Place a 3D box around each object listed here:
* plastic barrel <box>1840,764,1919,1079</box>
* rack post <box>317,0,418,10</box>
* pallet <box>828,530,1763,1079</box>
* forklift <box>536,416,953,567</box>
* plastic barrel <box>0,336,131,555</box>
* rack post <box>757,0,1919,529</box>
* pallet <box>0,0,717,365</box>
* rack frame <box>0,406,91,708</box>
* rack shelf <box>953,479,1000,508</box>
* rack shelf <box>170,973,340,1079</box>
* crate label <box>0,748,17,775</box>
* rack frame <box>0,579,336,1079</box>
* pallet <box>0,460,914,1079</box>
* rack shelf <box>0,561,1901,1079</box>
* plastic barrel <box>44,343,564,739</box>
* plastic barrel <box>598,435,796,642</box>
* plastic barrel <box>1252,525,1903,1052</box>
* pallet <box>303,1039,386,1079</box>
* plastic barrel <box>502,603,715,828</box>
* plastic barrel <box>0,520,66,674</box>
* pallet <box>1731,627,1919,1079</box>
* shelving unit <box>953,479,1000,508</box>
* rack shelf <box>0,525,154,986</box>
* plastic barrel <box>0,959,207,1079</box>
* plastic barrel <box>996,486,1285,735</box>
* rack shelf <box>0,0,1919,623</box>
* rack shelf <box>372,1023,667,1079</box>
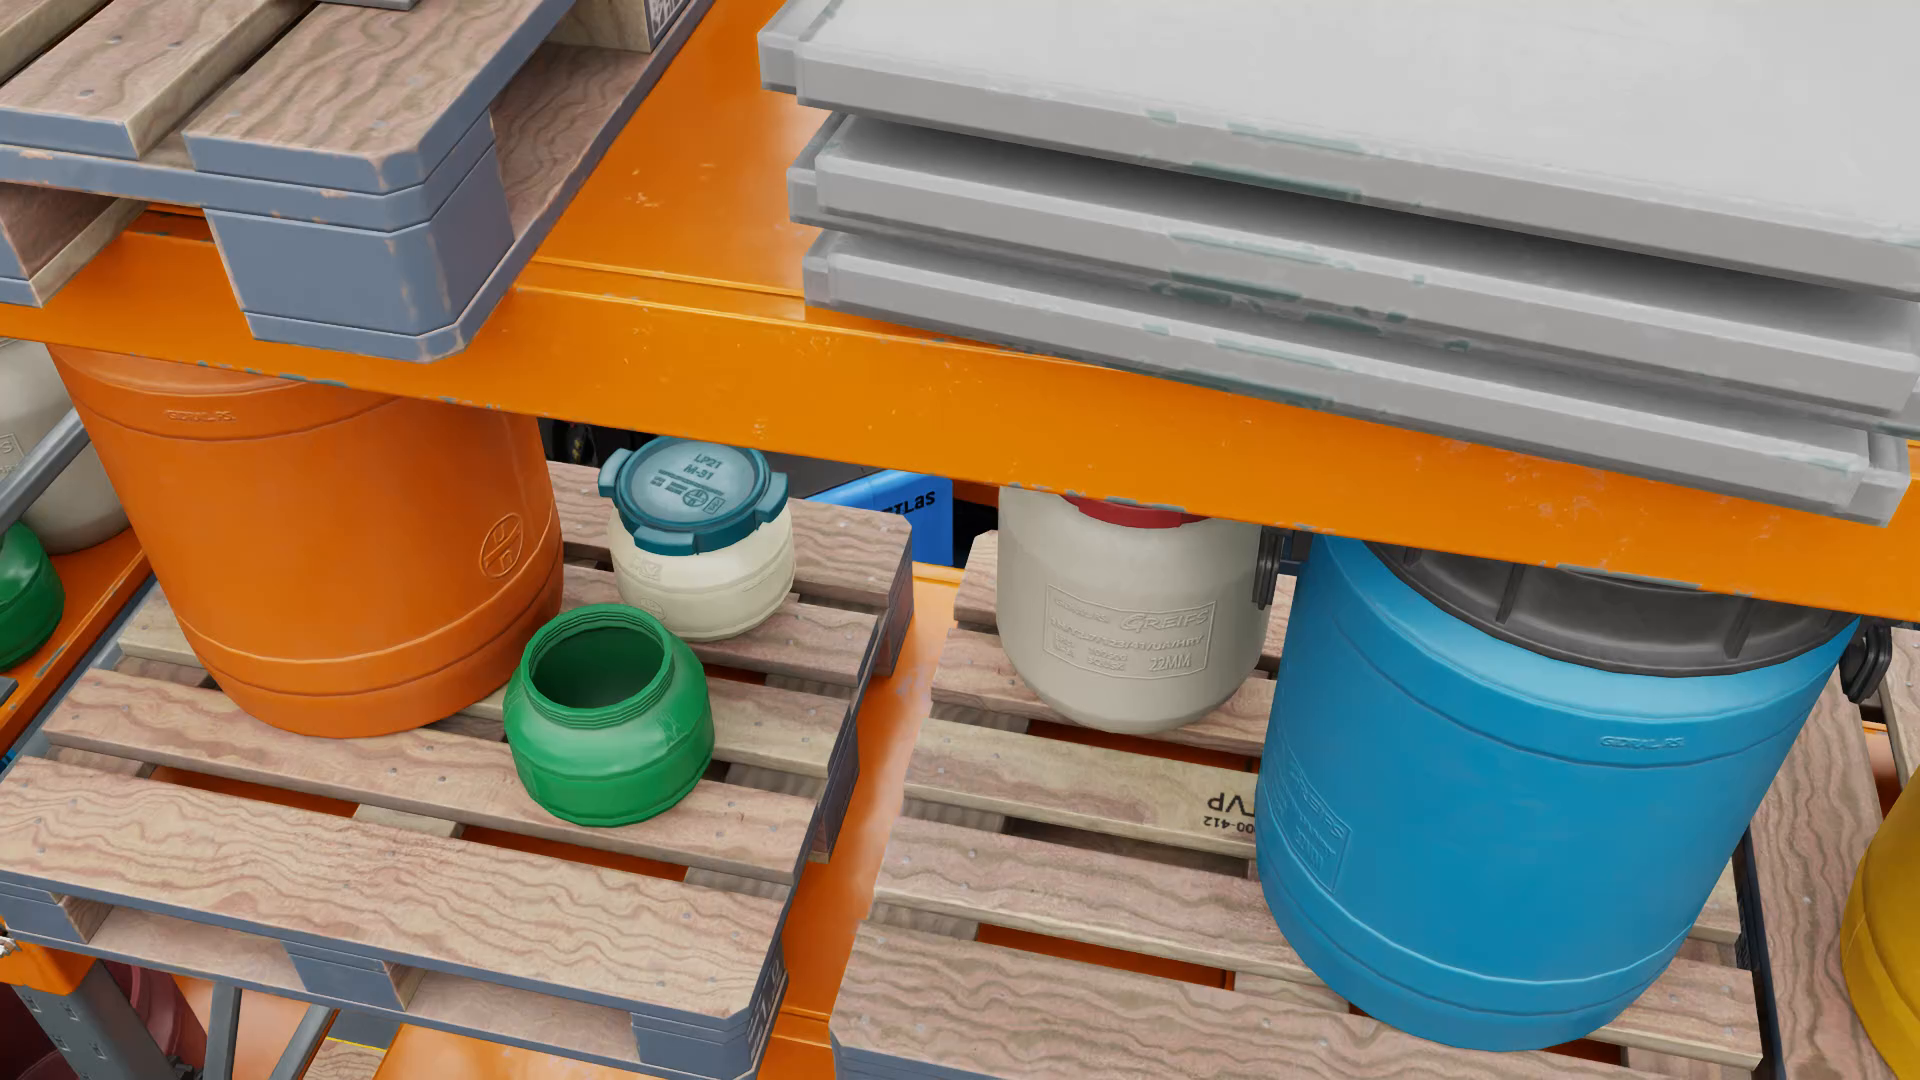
[{"bbox_3d":[1.472,0.418,2.011,0.600,0.588,0.600,0,44,0],"label":"plastic barrel"},{"bbox_3d":[-0.780,-0.939,1.751,0.937,0.300,0.954,9,45,9],"label":"rack post"},{"bbox_3d":[0.513,0.484,2.517,1.213,0.211,1.003,9,45,9],"label":"pallet"},{"bbox_3d":[-1.553,-0.398,5.510,3.031,2.935,1.130,-21,48,-20],"label":"forklift"},{"bbox_3d":[-1.733,-0.262,3.076,0.421,0.512,0.421,0,44,0],"label":"plastic barrel"},{"bbox_3d":[0.404,-0.483,1.583,0.954,0.300,0.937,13,45,13],"label":"rack post"},{"bbox_3d":[-0.799,-0.706,1.879,1.003,0.211,1.213,9,45,9],"label":"pallet"},{"bbox_3d":[-1.496,-1.048,1.810,0.127,3.000,1.000,9,45,9],"label":"rack frame"},{"bbox_3d":[0.265,-0.291,7.054,1.000,0.278,0.538,12,45,13],"label":"rack shelf"},{"bbox_3d":[-3.448,1.070,4.455,4.000,0.370,1.077,9,45,9],"label":"rack shelf"},{"bbox_3d":[-2.407,0.767,4.225,0.616,0.435,0.502,9,45,9],"label":"crate label"},{"bbox_3d":[-1.496,1.113,3.890,0.127,3.000,1.000,9,45,9],"label":"rack frame"},{"bbox_3d":[-0.771,0.283,2.727,1.213,0.211,1.003,9,45,9],"label":"pallet"},{"bbox_3d":[0.455,0.595,2.785,4.000,0.370,1.077,9,45,9],"label":"rack shelf"},{"bbox_3d":[-0.943,-0.186,2.464,0.708,0.830,0.600,9,45,9],"label":"plastic barrel"},{"bbox_3d":[-0.418,-0.006,2.687,0.301,0.262,0.301,0,44,0],"label":"plastic barrel"},{"bbox_3d":[0.708,0.151,2.062,0.708,0.901,0.600,9,45,9],"label":"plastic barrel"},{"bbox_3d":[-2.244,1.974,5.007,1.213,0.211,1.003,9,45,9],"label":"pallet"},{"bbox_3d":[-0.513,0.253,2.430,0.294,0.245,0.294,0,44,0],"label":"plastic barrel"},{"bbox_3d":[-1.749,0.086,2.907,0.294,0.245,0.294,0,44,0],"label":"plastic barrel"},{"bbox_3d":[1.621,0.654,2.341,1.003,0.211,1.213,9,45,9],"label":"pallet"},{"bbox_3d":[0.265,-0.467,6.884,1.048,1.125,0.538,12,45,13],"label":"shelving unit"},{"bbox_3d":[-3.448,-0.011,3.414,4.000,0.370,1.077,9,45,9],"label":"rack shelf"},{"bbox_3d":[-2.015,1.199,3.703,0.708,0.536,0.600,9,45,9],"label":"plastic barrel"},{"bbox_3d":[0.267,-0.001,2.485,0.433,0.535,0.433,0,44,0],"label":"plastic barrel"},{"bbox_3d":[0.455,-0.342,1.884,4.000,0.370,1.077,9,45,9],"label":"rack shelf"},{"bbox_3d":[0.455,1.675,3.825,4.000,0.370,1.077,9,45,9],"label":"rack shelf"}]
